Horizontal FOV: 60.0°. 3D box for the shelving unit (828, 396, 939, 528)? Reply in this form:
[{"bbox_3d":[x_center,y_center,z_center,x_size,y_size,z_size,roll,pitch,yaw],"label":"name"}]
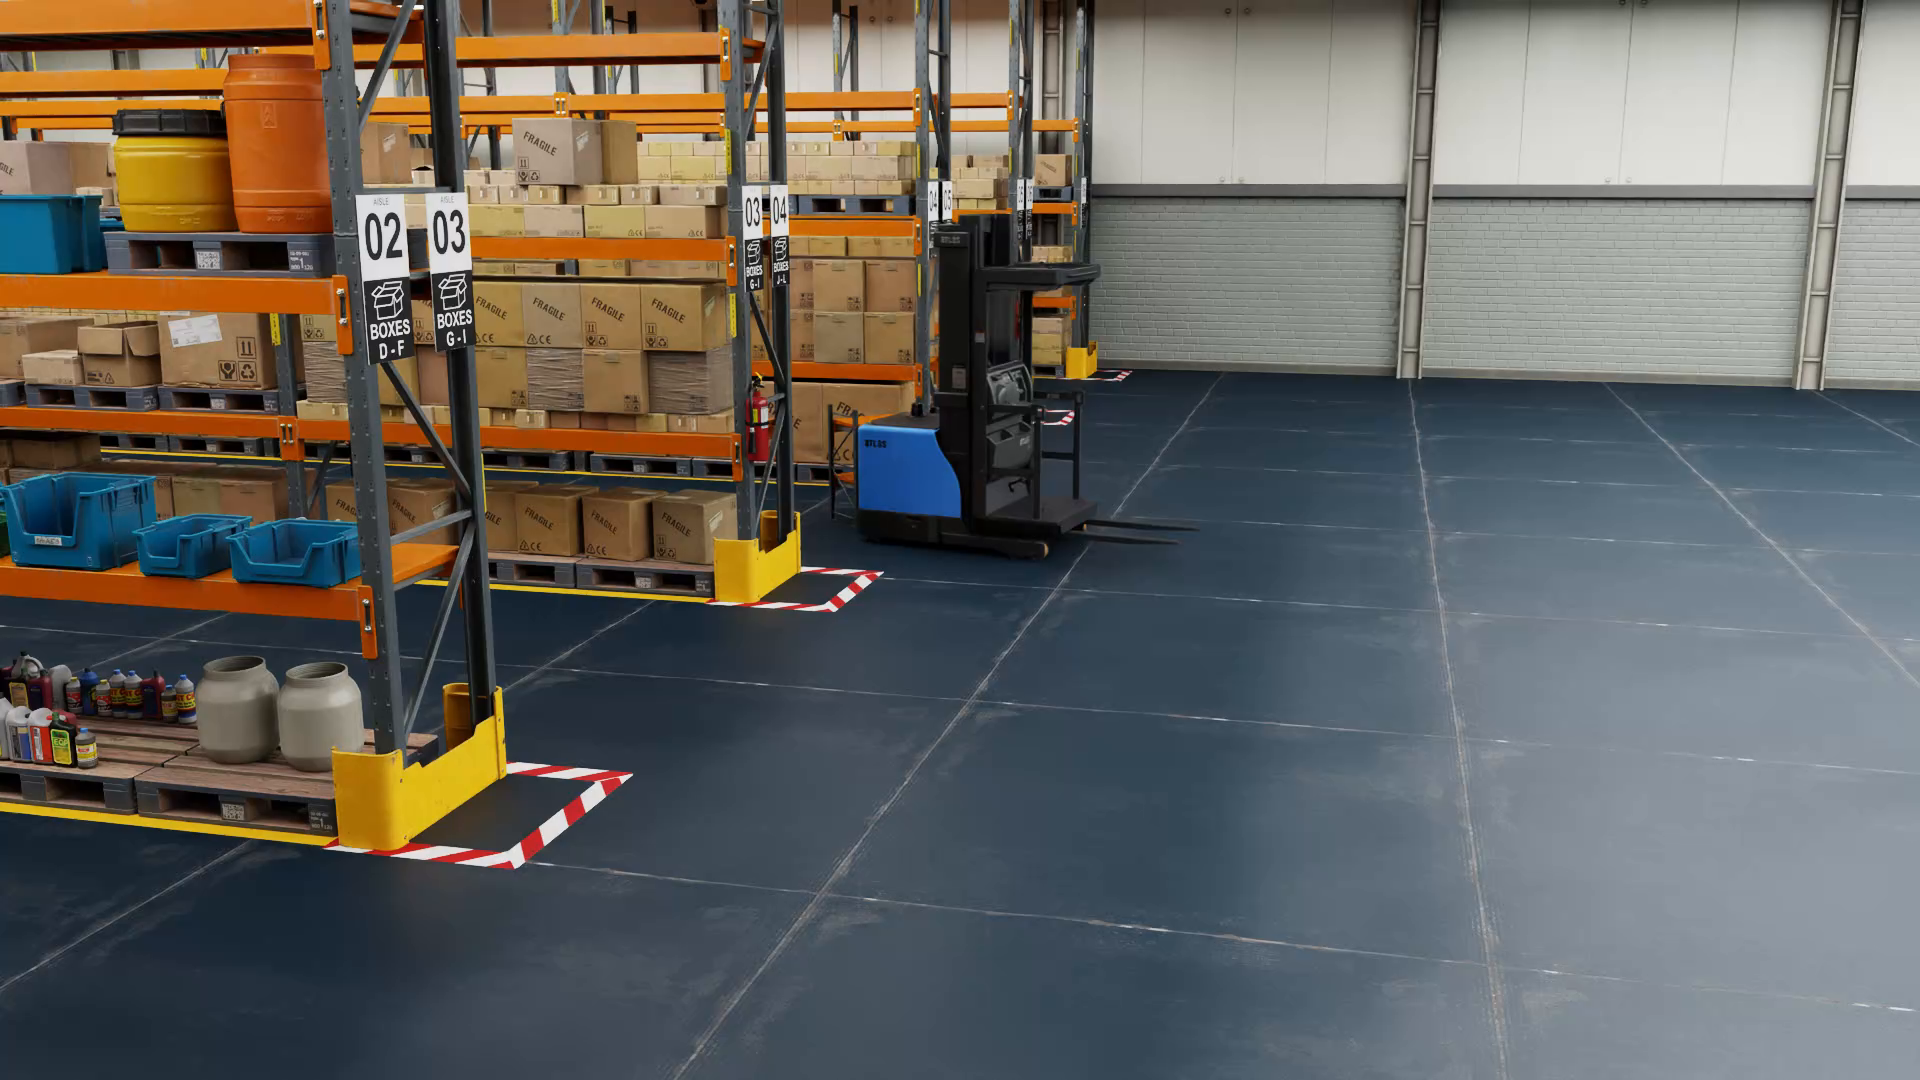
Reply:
[{"bbox_3d":[-0.695,-0.772,16.134,1.048,1.125,0.538,-9,15,-34],"label":"shelving unit"}]

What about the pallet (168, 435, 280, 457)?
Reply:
[{"bbox_3d":[-8.802,-1.225,20.285,1.213,0.211,1.003,3,13,14],"label":"pallet"}]

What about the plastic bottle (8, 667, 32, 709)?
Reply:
[{"bbox_3d":[-5.439,0.875,9.636,0.133,0.283,0.061,3,13,14],"label":"plastic bottle"}]

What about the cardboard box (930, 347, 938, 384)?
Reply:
[{"bbox_3d":[-0.536,-2.418,22.873,0.500,0.500,0.500,4,13,16],"label":"cardboard box"}]

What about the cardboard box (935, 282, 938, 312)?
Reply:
[{"bbox_3d":[-0.267,-3.368,22.587,0.500,0.500,0.500,3,13,14],"label":"cardboard box"}]

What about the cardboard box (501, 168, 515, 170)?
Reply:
[{"bbox_3d":[-7.959,-6.409,28.979,0.250,0.149,0.380,3,13,14],"label":"cardboard box"}]

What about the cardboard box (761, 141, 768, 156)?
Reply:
[{"bbox_3d":[-1.919,-4.127,17.542,0.250,0.149,0.380,3,13,13],"label":"cardboard box"}]

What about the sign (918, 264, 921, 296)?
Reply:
[{"bbox_3d":[-0.420,-2.698,17.265,0.005,0.325,0.100,3,13,14],"label":"sign"}]

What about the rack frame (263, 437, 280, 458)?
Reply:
[{"bbox_3d":[-8.043,-2.546,19.798,0.127,3.000,1.000,3,13,14],"label":"rack frame"}]

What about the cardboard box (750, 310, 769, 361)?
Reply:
[{"bbox_3d":[-2.225,-2.312,18.397,0.500,0.550,0.875,3,13,14],"label":"cardboard box"}]

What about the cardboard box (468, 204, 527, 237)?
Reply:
[{"bbox_3d":[-3.562,-2.534,13.168,0.500,0.250,0.500,3,13,13],"label":"cardboard box"}]

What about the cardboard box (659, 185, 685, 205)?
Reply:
[{"bbox_3d":[-2.132,-2.665,12.839,0.250,0.149,0.380,3,13,12],"label":"cardboard box"}]

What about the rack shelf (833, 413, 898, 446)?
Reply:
[{"bbox_3d":[-0.695,-1.058,16.070,1.000,0.278,0.538,-9,15,-34],"label":"rack shelf"}]

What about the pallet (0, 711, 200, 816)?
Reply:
[{"bbox_3d":[-4.803,1.209,9.313,1.213,0.211,1.003,3,13,14],"label":"pallet"}]

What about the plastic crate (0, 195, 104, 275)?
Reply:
[{"bbox_3d":[-4.673,-1.543,8.393,0.575,0.384,0.392,3,13,14],"label":"plastic crate"}]

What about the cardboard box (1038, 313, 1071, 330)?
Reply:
[{"bbox_3d":[1.576,-3.636,27.784,0.500,0.250,0.500,3,13,13],"label":"cardboard box"}]

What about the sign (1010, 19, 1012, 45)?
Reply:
[{"bbox_3d":[0.659,-6.523,21.353,0.005,0.325,0.100,3,13,14],"label":"sign"}]

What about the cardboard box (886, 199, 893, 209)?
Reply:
[{"bbox_3d":[-0.839,-4.550,22.489,0.250,0.149,0.380,3,13,12],"label":"cardboard box"}]

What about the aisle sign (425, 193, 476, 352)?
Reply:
[{"bbox_3d":[-2.610,-1.378,8.534,0.004,0.787,0.394,3,13,14],"label":"aisle sign"}]

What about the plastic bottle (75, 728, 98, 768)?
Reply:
[{"bbox_3d":[-4.638,1.097,8.825,0.097,0.201,0.097,0,13,0],"label":"plastic bottle"}]

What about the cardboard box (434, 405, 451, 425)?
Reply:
[{"bbox_3d":[-4.090,-1.043,13.608,0.250,0.149,0.380,3,13,14],"label":"cardboard box"}]

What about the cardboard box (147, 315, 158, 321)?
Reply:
[{"bbox_3d":[-9.364,-2.597,19.641,0.250,0.149,0.380,3,13,13],"label":"cardboard box"}]

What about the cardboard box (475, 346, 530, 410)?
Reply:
[{"bbox_3d":[-3.562,-1.385,13.650,0.500,0.500,0.875,3,13,14],"label":"cardboard box"}]

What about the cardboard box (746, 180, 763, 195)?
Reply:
[{"bbox_3d":[-2.161,-3.751,17.687,0.250,0.149,0.380,3,13,14],"label":"cardboard box"}]

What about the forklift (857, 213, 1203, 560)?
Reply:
[{"bbox_3d":[0.626,-1.384,14.721,3.031,2.935,1.130,5,14,23],"label":"forklift"}]

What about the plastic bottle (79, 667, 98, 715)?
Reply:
[{"bbox_3d":[-5.062,0.873,9.673,0.097,0.271,0.097,0,13,0],"label":"plastic bottle"}]

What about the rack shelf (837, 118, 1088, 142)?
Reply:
[{"bbox_3d":[0.055,-6.707,27.287,4.000,0.370,1.077,3,13,14],"label":"rack shelf"}]

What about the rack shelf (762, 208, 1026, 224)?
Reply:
[{"bbox_3d":[-1.130,-4.394,22.863,4.000,0.370,1.077,3,13,14],"label":"rack shelf"}]

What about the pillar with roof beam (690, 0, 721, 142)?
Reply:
[{"bbox_3d":[-5.320,-6.781,25.038,0.548,9.000,9.100,3,13,14],"label":"pillar with roof beam"}]

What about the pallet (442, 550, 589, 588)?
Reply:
[{"bbox_3d":[-3.598,0.151,14.080,1.213,0.211,1.003,3,13,14],"label":"pallet"}]

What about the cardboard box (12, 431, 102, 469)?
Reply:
[{"bbox_3d":[-8.155,-0.815,15.020,0.500,0.250,0.500,5,13,20],"label":"cardboard box"}]

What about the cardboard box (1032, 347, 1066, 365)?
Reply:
[{"bbox_3d":[1.465,-3.041,27.411,0.500,0.250,0.500,3,13,14],"label":"cardboard box"}]

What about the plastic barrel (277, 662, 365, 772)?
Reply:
[{"bbox_3d":[-3.407,0.940,8.860,0.421,0.512,0.421,0,13,0],"label":"plastic barrel"}]

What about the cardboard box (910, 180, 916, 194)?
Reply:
[{"bbox_3d":[-0.533,-3.811,17.957,0.250,0.149,0.380,3,13,14],"label":"cardboard box"}]

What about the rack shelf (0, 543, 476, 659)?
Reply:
[{"bbox_3d":[-4.691,0.196,9.101,4.000,0.370,1.077,3,13,14],"label":"rack shelf"}]

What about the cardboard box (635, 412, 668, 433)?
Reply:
[{"bbox_3d":[-2.387,-0.957,13.216,0.250,0.149,0.380,3,13,14],"label":"cardboard box"}]

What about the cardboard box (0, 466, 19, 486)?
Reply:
[{"bbox_3d":[-8.675,-0.472,15.206,0.500,0.500,0.700,2,13,11],"label":"cardboard box"}]

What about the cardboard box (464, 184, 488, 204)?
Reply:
[{"bbox_3d":[-3.930,-2.745,13.196,0.250,0.149,0.380,3,13,12],"label":"cardboard box"}]

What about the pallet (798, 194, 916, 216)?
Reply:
[{"bbox_3d":[-0.999,-3.588,17.775,1.213,0.211,1.003,3,13,14],"label":"pallet"}]

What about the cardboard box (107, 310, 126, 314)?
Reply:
[{"bbox_3d":[-9.885,-2.770,19.731,0.250,0.149,0.380,3,13,15],"label":"cardboard box"}]

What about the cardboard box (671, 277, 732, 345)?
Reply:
[{"bbox_3d":[-2.032,-1.861,13.485,0.500,0.500,0.500,3,13,14],"label":"cardboard box"}]

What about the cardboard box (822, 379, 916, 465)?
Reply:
[{"bbox_3d":[-0.951,-1.319,18.208,0.875,0.875,0.875,3,13,14],"label":"cardboard box"}]

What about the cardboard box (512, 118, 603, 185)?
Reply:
[{"bbox_3d":[-3.128,-3.022,12.950,0.500,0.500,0.500,3,13,14],"label":"cardboard box"}]

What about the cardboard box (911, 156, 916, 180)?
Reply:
[{"bbox_3d":[-0.684,-4.000,17.886,0.500,0.250,0.500,3,13,13],"label":"cardboard box"}]

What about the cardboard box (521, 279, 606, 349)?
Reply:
[{"bbox_3d":[-3.128,-1.803,13.223,0.500,0.500,0.500,3,13,14],"label":"cardboard box"}]

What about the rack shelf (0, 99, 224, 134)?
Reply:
[{"bbox_3d":[-9.985,-5.032,19.738,4.000,0.370,1.077,3,13,14],"label":"rack shelf"}]

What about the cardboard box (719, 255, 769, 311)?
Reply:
[{"bbox_3d":[-2.240,-2.825,18.219,0.500,0.550,0.875,3,13,14],"label":"cardboard box"}]

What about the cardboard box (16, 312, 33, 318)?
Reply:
[{"bbox_3d":[-11.142,-2.691,20.066,0.250,0.149,0.380,3,13,14],"label":"cardboard box"}]

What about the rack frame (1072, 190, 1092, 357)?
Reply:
[{"bbox_3d":[1.997,-4.221,27.348,0.127,3.000,1.000,3,13,14],"label":"rack frame"}]

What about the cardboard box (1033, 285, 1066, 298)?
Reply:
[{"bbox_3d":[1.456,-4.240,27.203,0.500,0.500,0.500,3,13,12],"label":"cardboard box"}]

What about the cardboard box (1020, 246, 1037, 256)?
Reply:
[{"bbox_3d":[1.091,-4.720,27.183,0.250,0.149,0.380,3,13,15],"label":"cardboard box"}]

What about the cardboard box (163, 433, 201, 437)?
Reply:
[{"bbox_3d":[-9.248,-1.537,20.055,0.500,0.500,0.500,4,13,16],"label":"cardboard box"}]

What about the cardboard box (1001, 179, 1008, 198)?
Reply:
[{"bbox_3d":[0.387,-4.795,22.672,0.500,0.250,0.500,3,13,13],"label":"cardboard box"}]

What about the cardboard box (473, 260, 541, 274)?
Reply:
[{"bbox_3d":[-5.143,-2.926,18.973,0.500,0.500,0.700,3,13,13],"label":"cardboard box"}]
